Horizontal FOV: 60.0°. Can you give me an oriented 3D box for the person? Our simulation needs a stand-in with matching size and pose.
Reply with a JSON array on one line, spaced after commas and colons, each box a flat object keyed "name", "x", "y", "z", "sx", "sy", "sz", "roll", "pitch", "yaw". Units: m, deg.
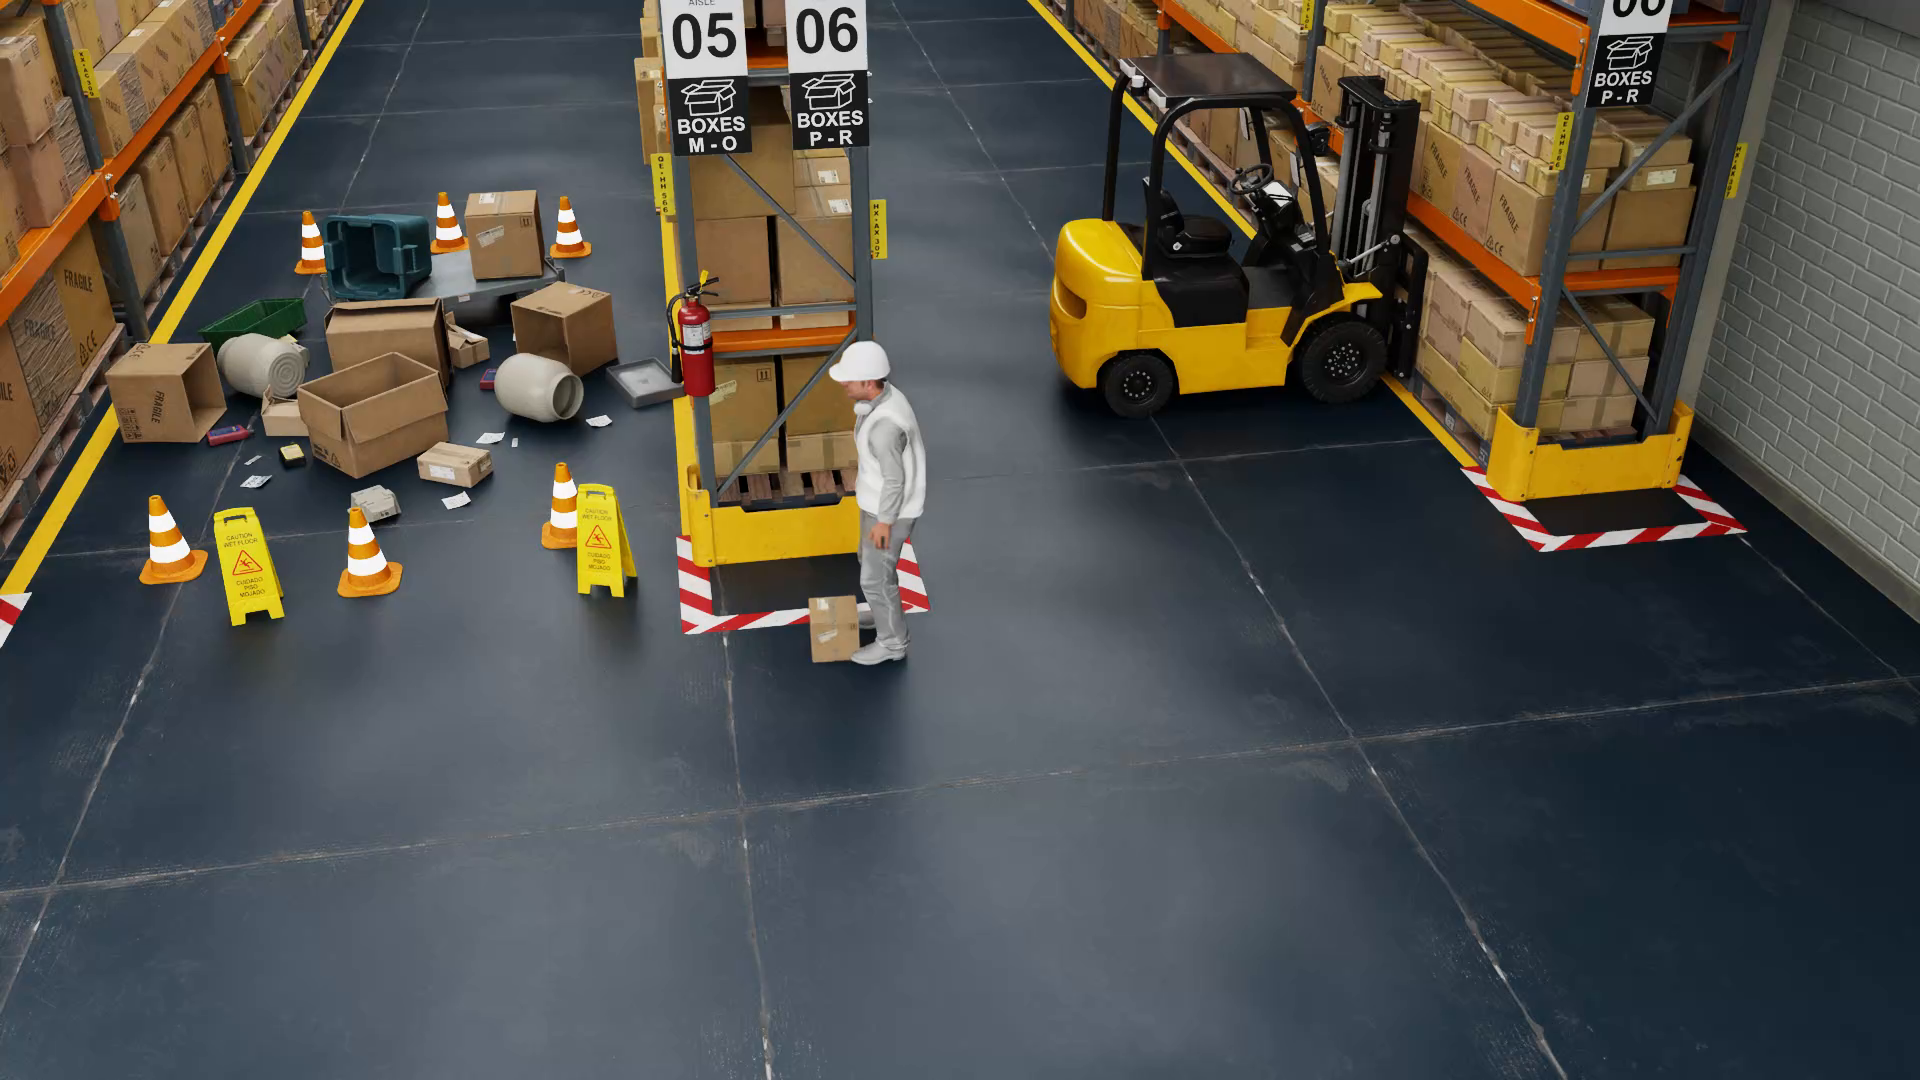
[{"name": "person", "x": -0.405, "y": -0.198, "z": 8.453, "sx": 0.466, "sy": 1.766, "sz": 0.579, "roll": -4, "pitch": 31, "yaw": -7}]
